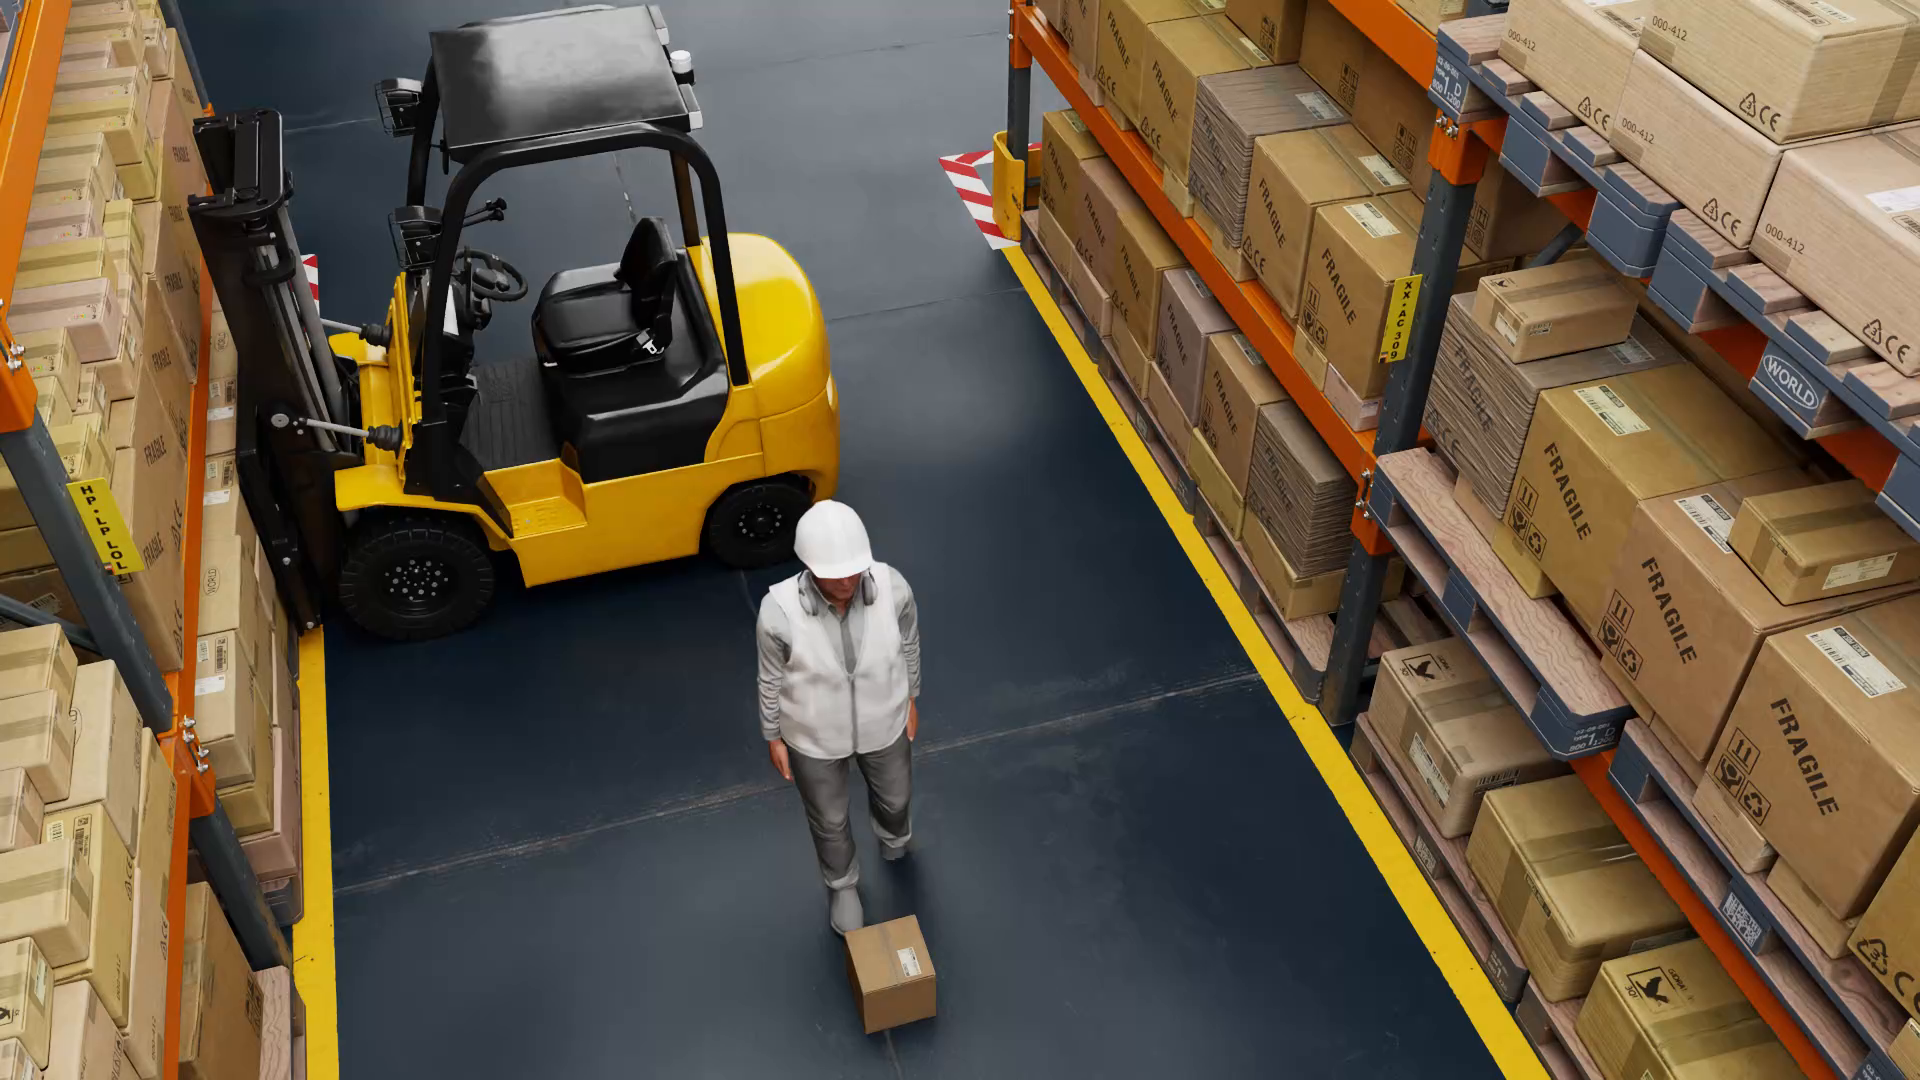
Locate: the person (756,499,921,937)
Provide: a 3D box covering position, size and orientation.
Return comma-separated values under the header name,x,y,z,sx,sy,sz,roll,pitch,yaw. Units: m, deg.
name,x,y,z,sx,sy,sz,roll,pitch,yaw
person,-0.377,0.631,5.500,0.556,1.858,0.484,-12,43,-13
